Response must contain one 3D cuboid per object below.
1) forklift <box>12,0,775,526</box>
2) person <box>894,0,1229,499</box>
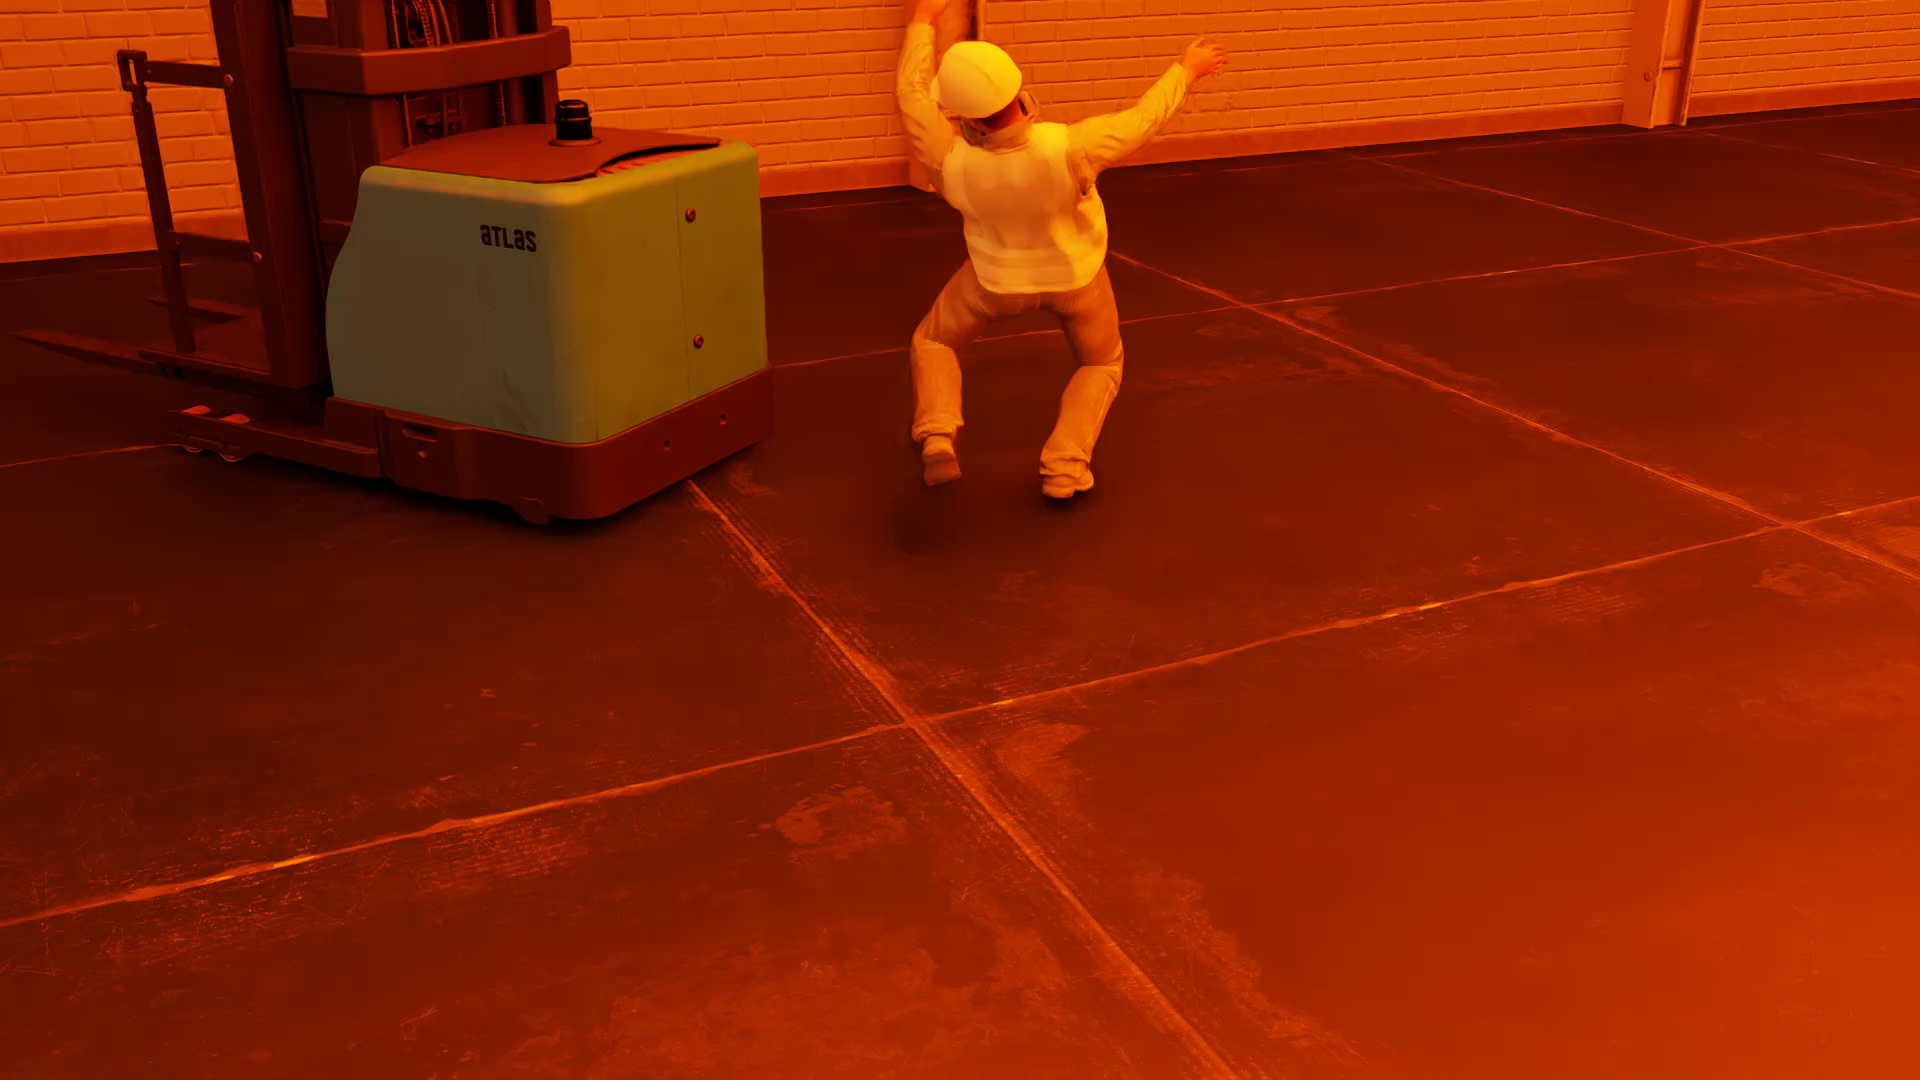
[{"bbox_3d":[-2.193,-1.786,5.585,3.031,2.935,1.130,12,25,26],"label":"forklift"},{"bbox_3d":[0.307,-0.882,5.116,1.018,1.595,0.705,1,23,3],"label":"person"}]
